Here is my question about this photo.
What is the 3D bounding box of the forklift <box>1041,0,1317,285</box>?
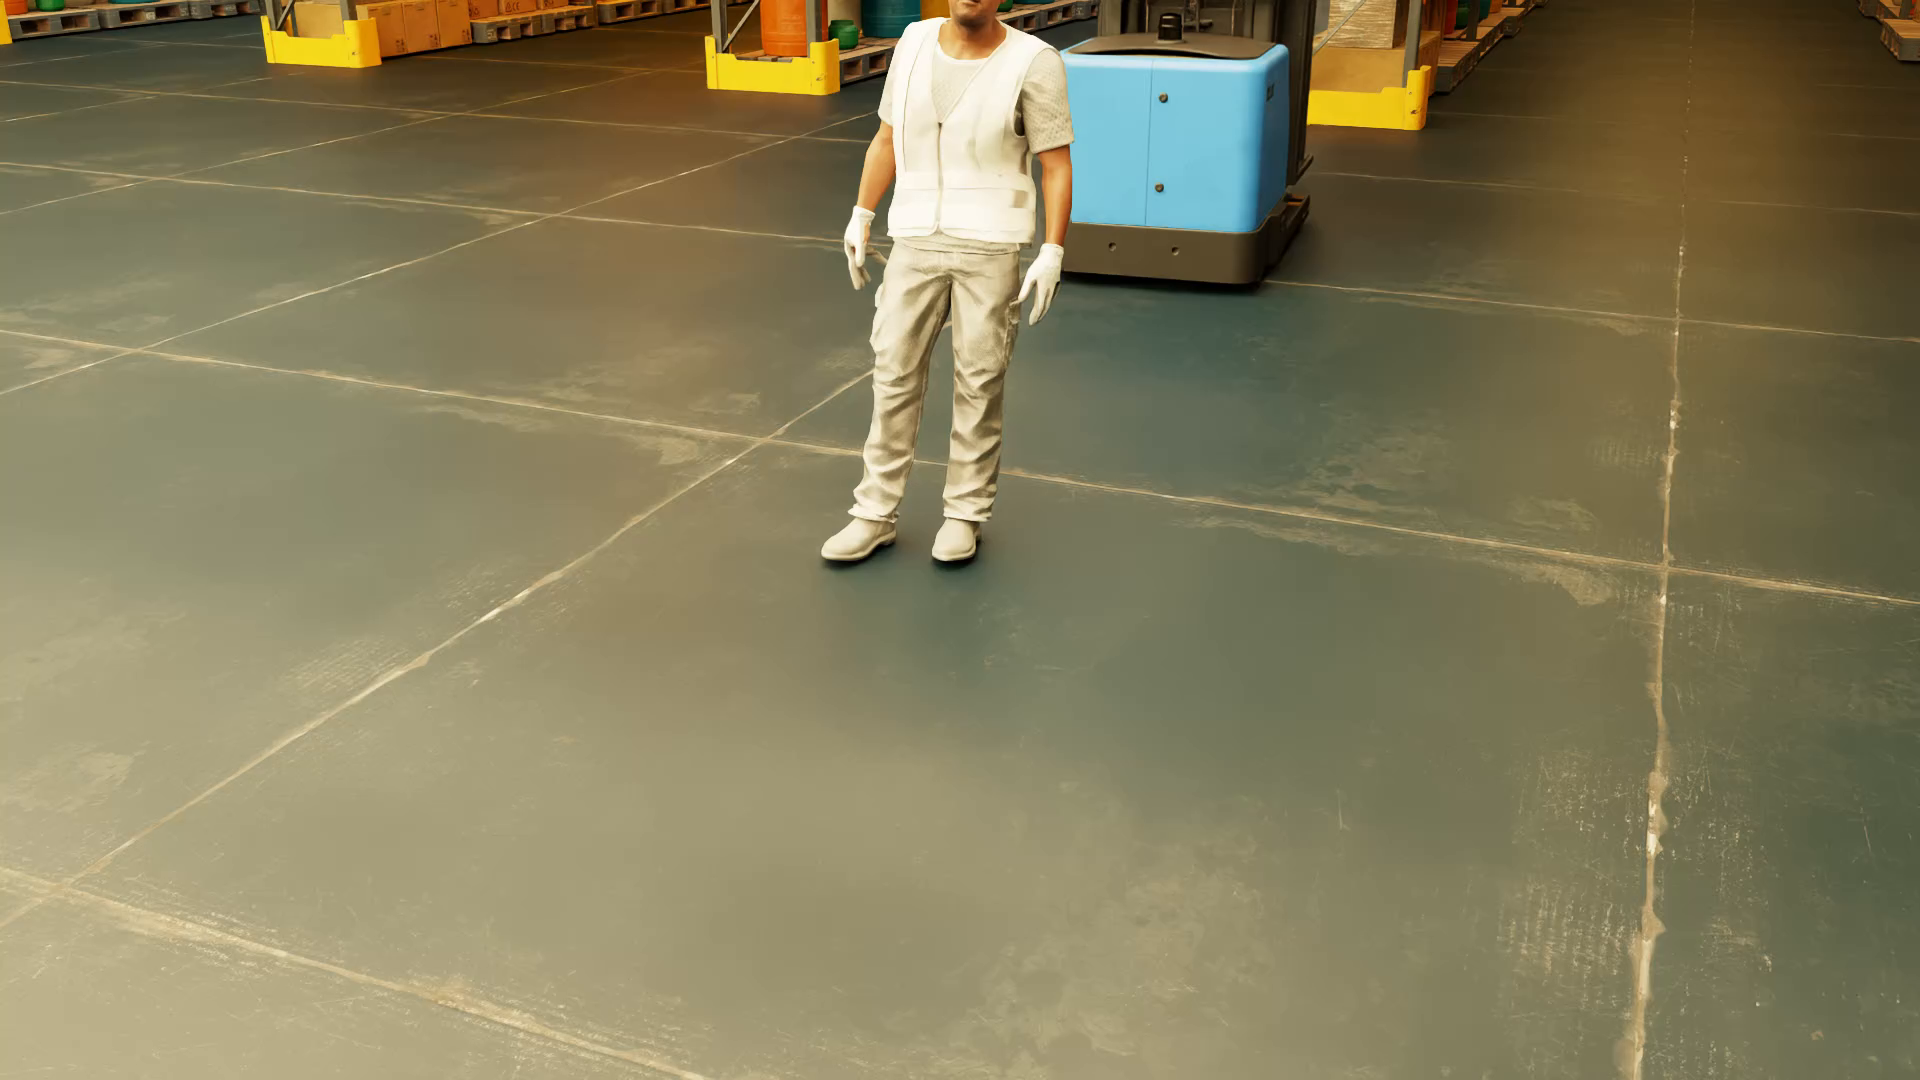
[{"bbox_3d":[1.331,-3.087,8.677,1.130,2.935,3.031,7,24,16],"label":"forklift"}]

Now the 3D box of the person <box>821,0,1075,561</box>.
[{"bbox_3d":[-0.036,-0.805,4.688,0.656,1.782,0.577,9,24,21],"label":"person"}]
